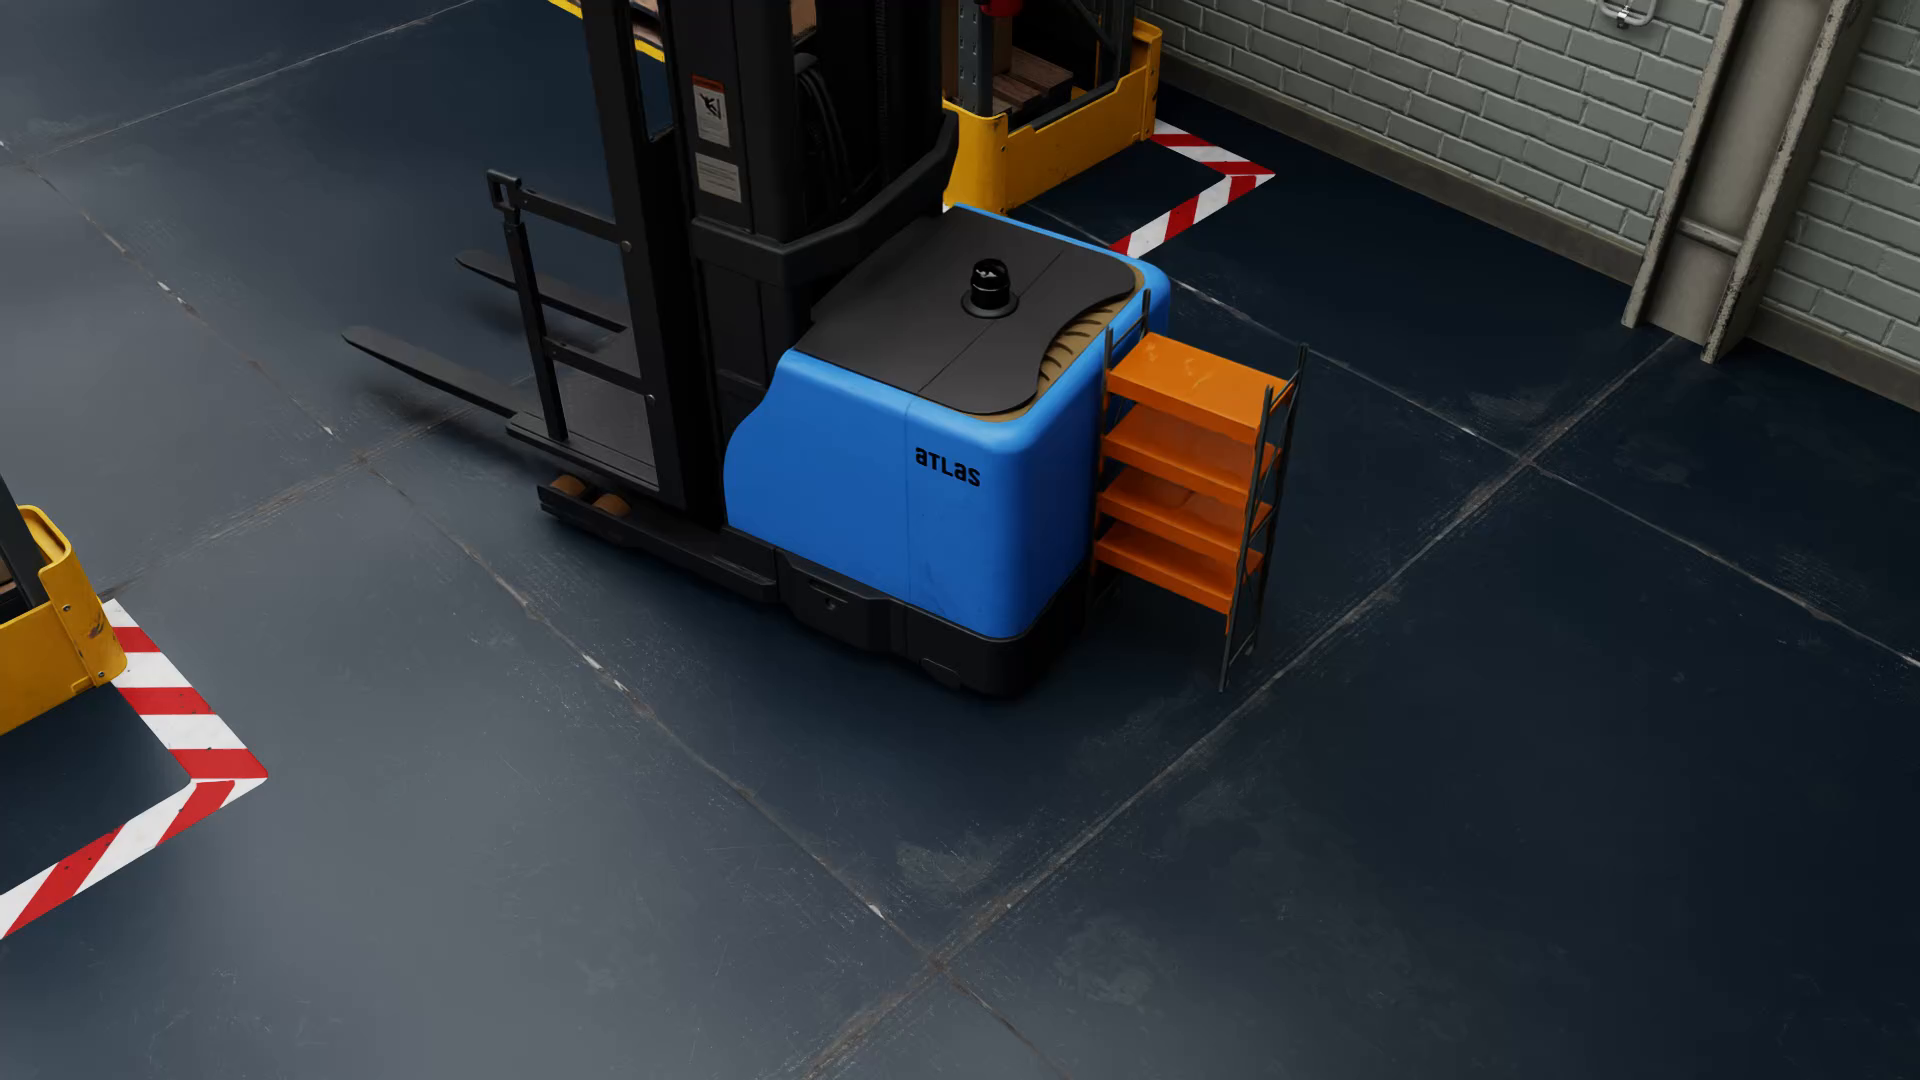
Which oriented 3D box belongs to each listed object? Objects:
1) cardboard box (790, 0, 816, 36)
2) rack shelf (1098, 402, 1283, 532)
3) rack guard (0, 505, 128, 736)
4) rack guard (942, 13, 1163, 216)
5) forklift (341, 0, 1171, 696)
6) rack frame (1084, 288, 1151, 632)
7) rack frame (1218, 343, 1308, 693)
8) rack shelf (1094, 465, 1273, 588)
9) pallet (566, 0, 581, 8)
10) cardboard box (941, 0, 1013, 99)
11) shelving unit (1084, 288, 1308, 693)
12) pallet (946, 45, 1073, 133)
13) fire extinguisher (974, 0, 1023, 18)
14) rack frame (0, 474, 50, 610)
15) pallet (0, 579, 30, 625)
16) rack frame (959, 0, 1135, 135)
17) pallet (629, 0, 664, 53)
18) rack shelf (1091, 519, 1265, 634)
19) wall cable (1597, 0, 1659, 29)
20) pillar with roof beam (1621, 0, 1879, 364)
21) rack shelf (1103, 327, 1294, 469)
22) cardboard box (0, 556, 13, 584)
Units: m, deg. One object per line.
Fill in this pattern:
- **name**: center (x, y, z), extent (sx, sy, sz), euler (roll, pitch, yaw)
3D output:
- **cardboard box**: center (-0.531, -2.602, 7.888), extent (0.500, 0.500, 0.700), euler (34, 53, 31)
- **rack shelf**: center (0.680, -0.236, 4.890), extent (0.480, 0.148, 0.258), euler (24, 48, 24)
- **rack guard**: center (-3.170, 0.420, 4.927), extent (1.175, 0.500, 0.348), euler (-34, 53, -31)
- **rack guard**: center (0.405, -1.907, 7.446), extent (1.175, 0.500, 0.348), euler (-34, 53, -31)
- **forklift**: center (-0.867, -1.352, 5.054), extent (3.031, 2.935, 1.130), euler (22, 47, 22)
- **rack frame**: center (0.476, -0.211, 5.095), extent (0.015, 1.200, 0.240), euler (24, 48, 24)
- **rack frame**: center (0.885, -0.030, 4.899), extent (0.015, 1.200, 0.240), euler (24, 48, 24)
- **rack shelf**: center (0.680, -0.071, 5.042), extent (0.480, 0.148, 0.258), euler (24, 48, 24)
- **pallet**: center (-1.955, -3.332, 9.200), extent (1.003, 0.211, 1.213), euler (-34, 53, -31)
- **cardboard box**: center (-0.177, -2.362, 7.628), extent (0.700, 0.500, 0.500), euler (-34, 53, -31)
- **shelving unit**: center (0.680, -0.121, 4.997), extent (0.503, 1.200, 0.258), euler (24, 48, 24)
- **pallet**: center (-0.232, -2.160, 7.932), extent (1.003, 0.211, 1.213), euler (-34, 53, -31)
- **fire extinguisher**: center (0.168, -2.378, 6.445), extent (0.296, 0.674, 0.183), euler (-34, 53, -31)
- **rack frame**: center (-3.117, -0.461, 4.039), extent (1.000, 3.000, 0.127), euler (-34, 53, -31)
- **pallet**: center (-3.734, 0.144, 5.439), extent (1.003, 0.211, 1.213), euler (-34, 53, -31)
- **rack frame**: center (0.388, -2.837, 6.610), extent (1.000, 3.000, 0.127), euler (-34, 53, -31)
- **pallet**: center (-1.089, -2.746, 8.566), extent (1.003, 0.211, 1.213), euler (-34, 53, -31)
- **rack shelf**: center (0.680, 0.074, 5.177), extent (0.480, 0.148, 0.258), euler (24, 48, 24)
- **wall cable**: center (1.962, -3.048, 6.090), extent (0.084, 1.984, 1.851), euler (-34, 53, -31)
- **pillar with roof beam**: center (-0.141, -2.094, 1.386), extent (9.100, 9.000, 0.400), euler (-34, 53, -31)
- **rack shelf**: center (0.680, -0.409, 4.730), extent (0.480, 0.148, 0.258), euler (24, 48, 24)
- **cardboard box**: center (-3.169, 0.058, 5.253), extent (0.380, 0.149, 0.250), euler (-34, 53, -31)
